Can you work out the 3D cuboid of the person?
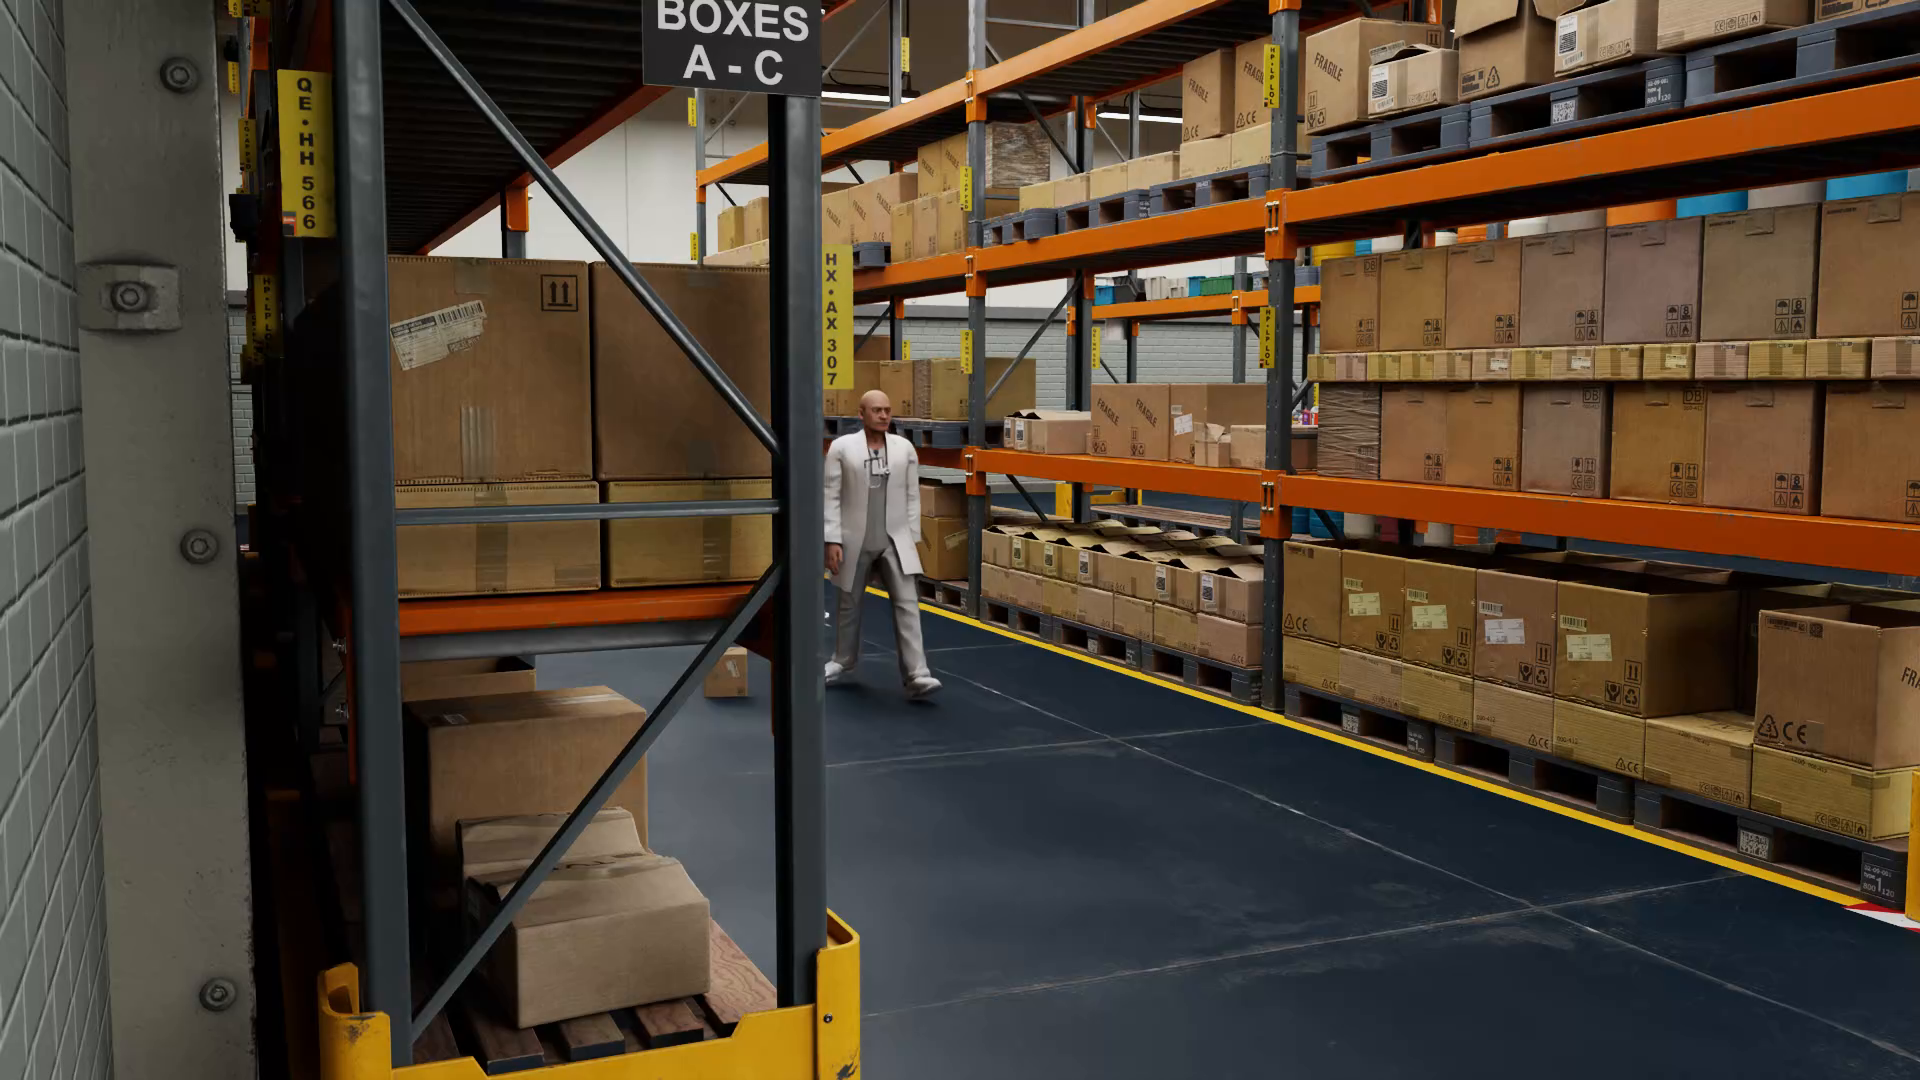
[{"bbox_3d":[-0.498,0.017,9.537,0.659,1.747,0.991,-1,5,-10],"label":"person"}]
